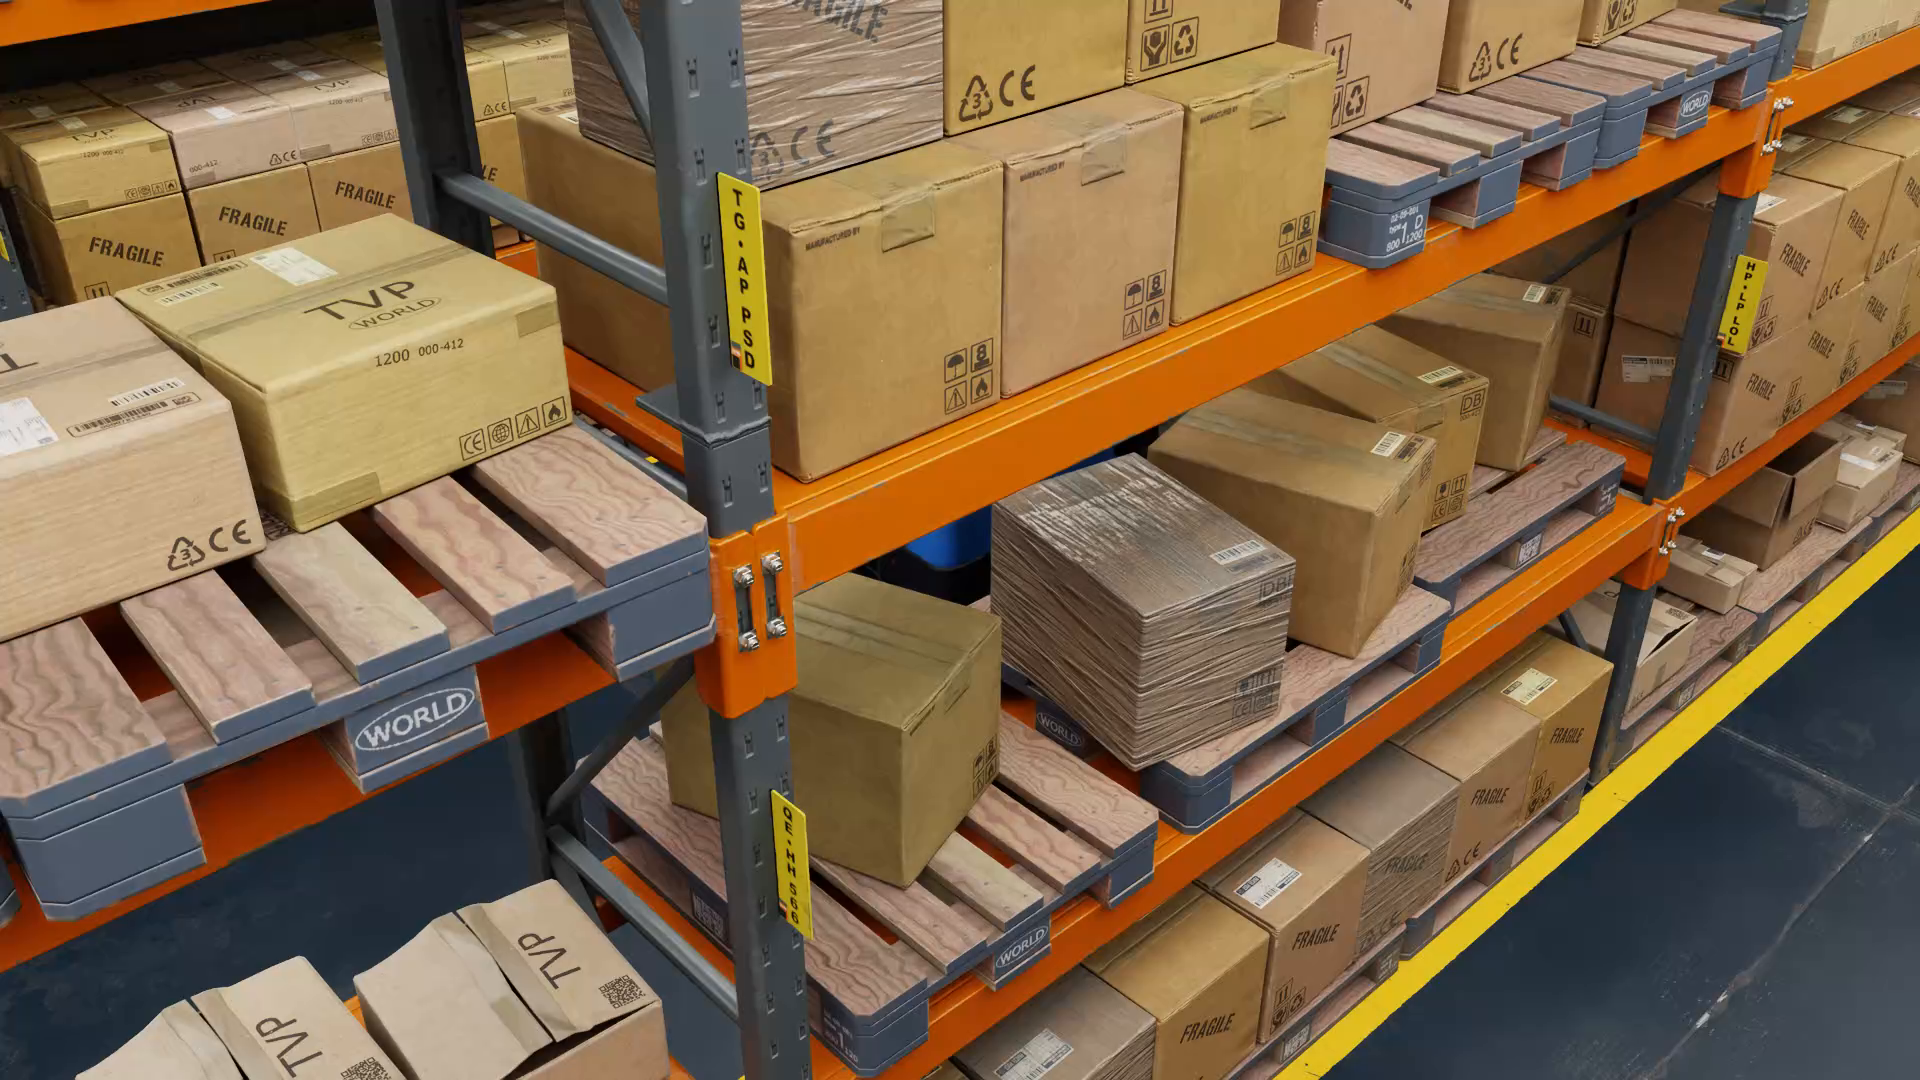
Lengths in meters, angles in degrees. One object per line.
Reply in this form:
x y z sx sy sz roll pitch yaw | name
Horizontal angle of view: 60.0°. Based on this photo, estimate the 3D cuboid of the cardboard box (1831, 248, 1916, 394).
3.529 -0.980 6.882 0.500 0.500 0.500 -26 40 -36 | cardboard box

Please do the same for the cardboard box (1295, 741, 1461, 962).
1.325 1.011 5.695 0.500 0.500 0.500 -25 39 -35 | cardboard box

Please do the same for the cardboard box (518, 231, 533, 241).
-2.159 -1.635 8.270 0.250 0.149 0.380 -27 41 -37 | cardboard box

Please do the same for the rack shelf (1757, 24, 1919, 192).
3.695 -2.184 6.761 4.000 0.370 1.077 -26 40 -35 | rack shelf

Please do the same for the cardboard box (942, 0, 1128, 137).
-0.007 -1.165 3.351 0.500 0.500 0.500 -26 40 -35 | cardboard box

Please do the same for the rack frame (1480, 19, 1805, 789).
2.228 -0.502 6.195 0.127 3.000 1.000 -26 40 -35 | rack frame

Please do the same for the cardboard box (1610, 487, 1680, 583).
3.003 -0.119 7.725 0.500 0.311 0.500 -26 40 -35 | cardboard box

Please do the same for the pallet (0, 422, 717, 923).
-1.142 -0.007 2.692 1.003 0.211 1.213 -24 39 -33 | pallet

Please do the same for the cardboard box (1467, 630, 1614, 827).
2.061 0.662 6.267 0.500 0.500 0.500 -26 40 -36 | cardboard box

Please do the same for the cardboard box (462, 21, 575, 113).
-2.067 -2.271 7.970 0.500 0.250 0.500 -25 39 -35 | cardboard box

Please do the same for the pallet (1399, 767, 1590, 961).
1.657 0.991 6.427 1.213 0.211 1.003 -26 40 -35 | pallet

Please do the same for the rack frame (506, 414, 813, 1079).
-0.705 0.917 3.875 0.127 3.000 1.000 -26 40 -35 | rack frame

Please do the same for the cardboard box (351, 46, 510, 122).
-2.440 -2.090 7.674 0.500 0.250 0.500 -27 40 -36 | cardboard box

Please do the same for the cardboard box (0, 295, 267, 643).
-1.371 -0.103 2.408 0.500 0.250 0.500 -25 39 -34 | cardboard box

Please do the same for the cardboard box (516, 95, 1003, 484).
-0.408 -0.573 3.341 0.500 0.500 0.910 -26 40 -35 | cardboard box

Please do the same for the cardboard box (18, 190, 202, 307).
-3.546 -1.229 6.985 0.500 0.500 0.500 -24 39 -34 | cardboard box

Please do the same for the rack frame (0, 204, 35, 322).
-4.076 -0.977 6.972 0.127 3.000 1.000 -26 40 -35 | rack frame

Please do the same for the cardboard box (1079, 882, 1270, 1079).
0.574 1.380 5.093 0.500 0.500 0.500 -26 40 -36 | cardboard box

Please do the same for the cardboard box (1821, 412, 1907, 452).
4.572 -0.503 8.492 0.250 0.166 0.380 -26 40 -35 | cardboard box

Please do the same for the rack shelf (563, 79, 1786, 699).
0.762 -0.765 4.440 4.000 0.370 1.077 -26 40 -35 | rack shelf

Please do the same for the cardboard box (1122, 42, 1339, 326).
0.347 -0.938 3.938 0.500 0.500 0.910 -26 40 -35 | cardboard box

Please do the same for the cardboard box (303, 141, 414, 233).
-2.791 -1.587 7.570 0.500 0.500 0.500 -26 40 -36 | cardboard box

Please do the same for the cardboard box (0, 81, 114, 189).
-3.920 -1.735 7.093 0.500 0.250 0.500 -25 39 -34 | cardboard box

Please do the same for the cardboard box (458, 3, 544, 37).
-2.400 -2.462 8.282 0.500 0.250 0.500 -27 41 -37 | cardboard box

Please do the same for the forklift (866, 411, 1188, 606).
0.758 -1.543 7.965 3.031 2.935 1.130 -23 38 -33 | forklift

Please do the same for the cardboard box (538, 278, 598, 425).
-2.181 -1.061 8.768 0.750 0.750 0.750 -24 39 -34 | cardboard box

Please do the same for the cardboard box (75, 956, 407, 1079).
-1.492 1.198 3.501 0.500 0.311 0.500 -26 40 -36 | cardboard box

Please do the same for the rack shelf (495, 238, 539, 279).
-2.609 -1.379 8.320 4.000 0.370 1.077 -26 40 -35 | rack shelf

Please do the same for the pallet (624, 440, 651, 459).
-1.657 -0.903 9.525 1.213 0.211 1.003 -26 40 -35 | pallet

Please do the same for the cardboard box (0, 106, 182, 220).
-3.546 -1.547 6.786 0.500 0.250 0.500 -25 39 -34 | cardboard box

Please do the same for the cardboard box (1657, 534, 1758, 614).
3.311 0.142 7.436 0.250 0.166 0.380 -26 40 -35 | cardboard box

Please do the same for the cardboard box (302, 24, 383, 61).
-2.786 -2.279 7.982 0.500 0.250 0.500 -27 40 -36 | cardboard box

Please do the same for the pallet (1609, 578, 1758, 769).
2.732 0.445 7.321 1.213 0.211 1.003 -26 40 -35 | pallet

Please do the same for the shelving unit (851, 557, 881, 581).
-0.521 -0.290 7.574 0.189 1.200 0.258 -23 38 -33 | shelving unit

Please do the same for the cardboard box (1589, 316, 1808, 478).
2.787 -0.621 6.295 0.500 0.500 0.500 -25 39 -34 | cardboard box

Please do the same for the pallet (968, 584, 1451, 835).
0.718 0.307 5.056 1.213 0.211 1.003 -26 40 -35 | pallet

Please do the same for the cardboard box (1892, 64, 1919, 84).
4.275 -1.762 7.201 0.500 0.500 0.500 -25 39 -34 | cardboard box

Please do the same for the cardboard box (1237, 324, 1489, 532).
1.268 -0.373 5.486 0.500 0.500 0.700 -19 36 -28 | cardboard box

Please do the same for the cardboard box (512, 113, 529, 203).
-2.051 -1.954 8.170 0.500 0.500 0.500 -26 40 -35 | cardboard box

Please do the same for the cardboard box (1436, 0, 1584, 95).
1.334 -1.650 4.603 0.600 0.600 0.600 -26 40 -36 | cardboard box

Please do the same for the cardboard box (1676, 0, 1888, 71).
2.753 -1.795 5.579 0.500 0.250 0.500 -26 40 -35 | cardboard box

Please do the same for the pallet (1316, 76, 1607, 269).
0.944 -1.128 4.524 1.003 0.211 1.213 -26 40 -35 | pallet

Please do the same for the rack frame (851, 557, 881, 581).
-0.450 -0.321 7.624 0.006 1.200 0.240 -23 38 -33 | rack frame

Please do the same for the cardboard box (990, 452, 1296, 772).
0.481 0.177 4.586 0.500 0.500 0.700 -18 36 -27 | cardboard box

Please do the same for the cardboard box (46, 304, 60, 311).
-3.677 -0.906 7.078 0.250 0.149 0.380 -26 40 -36 | cardboard box

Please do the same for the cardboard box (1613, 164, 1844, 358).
2.765 -1.031 6.006 0.500 0.500 0.500 -25 39 -34 | cardboard box

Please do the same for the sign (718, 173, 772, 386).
-0.334 -0.402 2.585 0.005 0.325 0.100 -26 40 -35 | sign

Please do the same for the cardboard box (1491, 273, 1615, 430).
2.420 -0.820 6.620 0.500 0.500 0.500 -25 39 -35 | cardboard box

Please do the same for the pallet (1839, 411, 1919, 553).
4.522 -0.421 8.736 1.213 0.211 1.003 -26 40 -35 | pallet

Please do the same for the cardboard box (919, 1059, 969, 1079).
-0.177 1.744 4.498 0.500 0.500 0.500 -24 39 -34 | cardboard box

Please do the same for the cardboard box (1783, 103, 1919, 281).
3.520 -1.396 6.603 0.500 0.500 0.500 -27 41 -37 | cardboard box

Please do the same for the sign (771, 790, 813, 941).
-0.325 0.634 3.228 0.005 0.325 0.100 -26 40 -35 | sign
